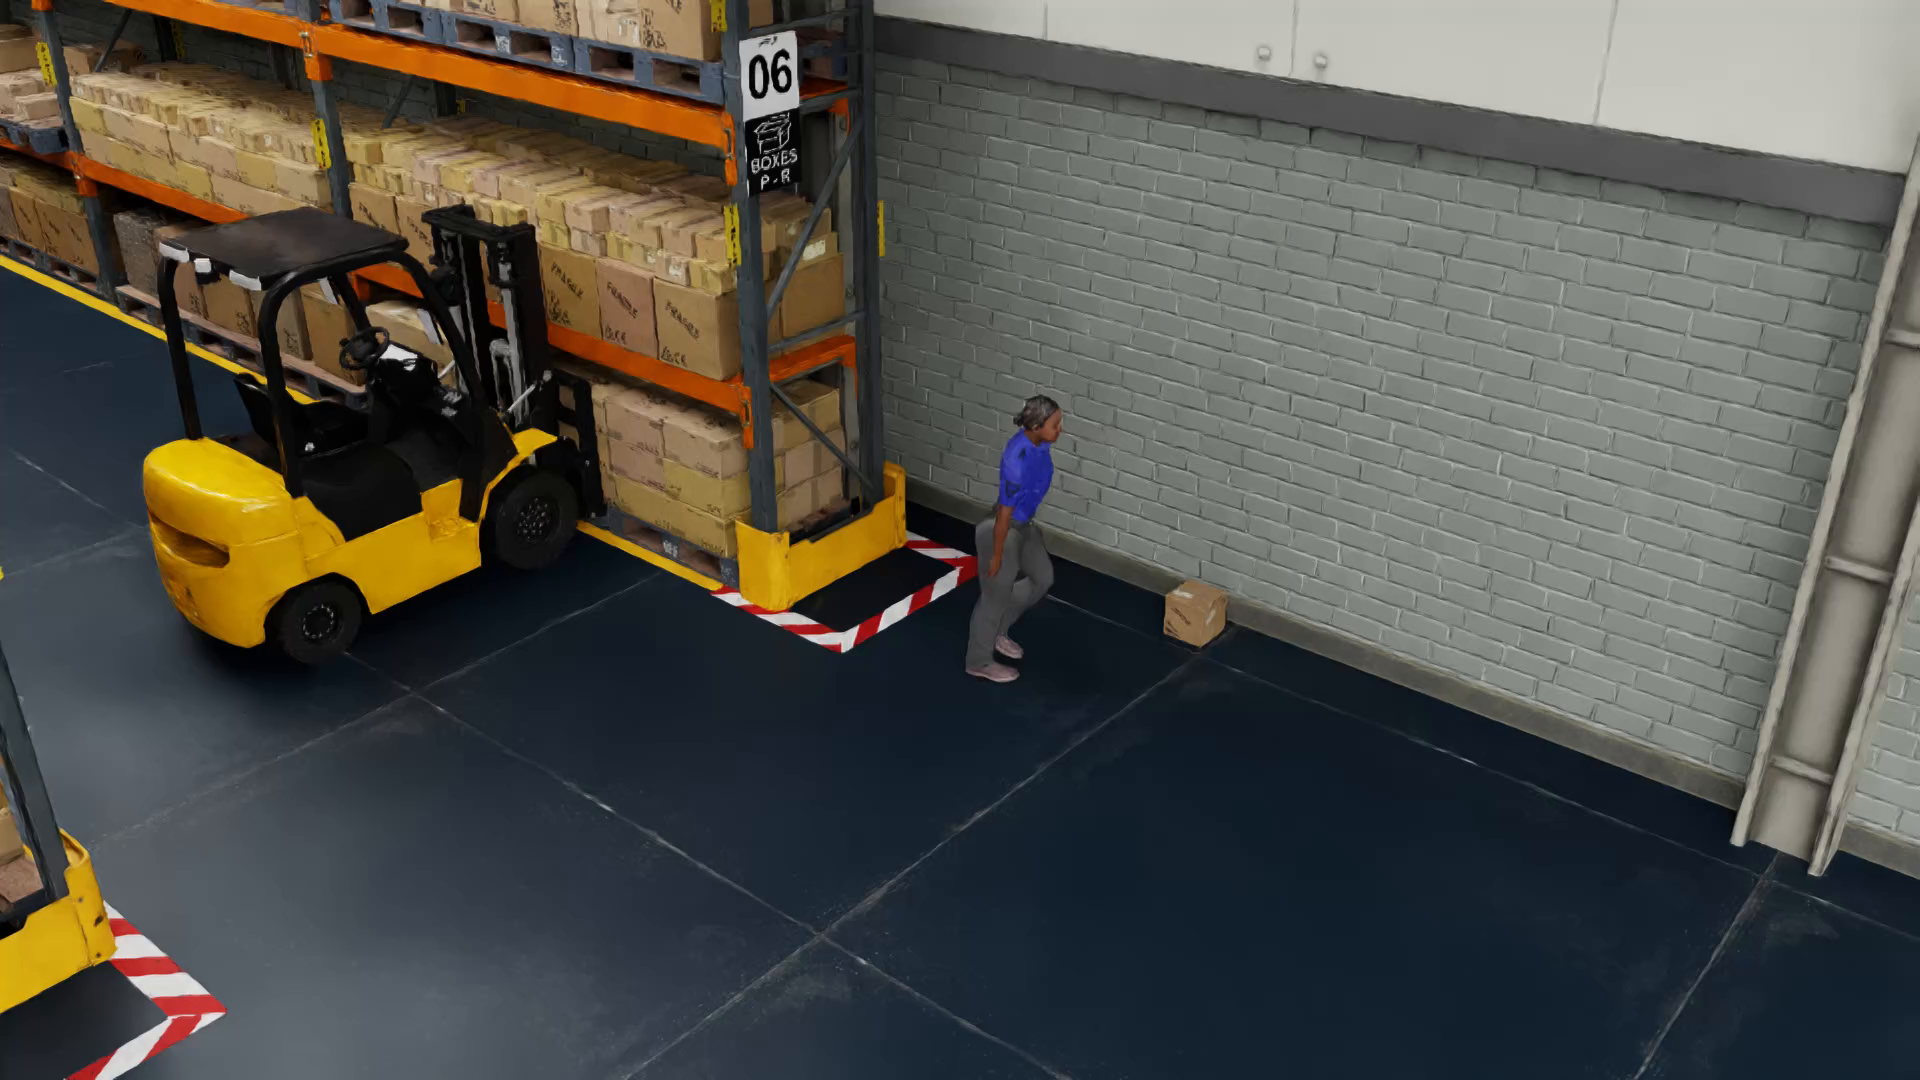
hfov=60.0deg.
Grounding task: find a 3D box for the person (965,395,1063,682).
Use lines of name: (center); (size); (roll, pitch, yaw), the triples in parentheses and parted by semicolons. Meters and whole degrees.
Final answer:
person: (0.282, -0.013, 8.638); (0.487, 1.636, 0.463); (8, 29, 15)
